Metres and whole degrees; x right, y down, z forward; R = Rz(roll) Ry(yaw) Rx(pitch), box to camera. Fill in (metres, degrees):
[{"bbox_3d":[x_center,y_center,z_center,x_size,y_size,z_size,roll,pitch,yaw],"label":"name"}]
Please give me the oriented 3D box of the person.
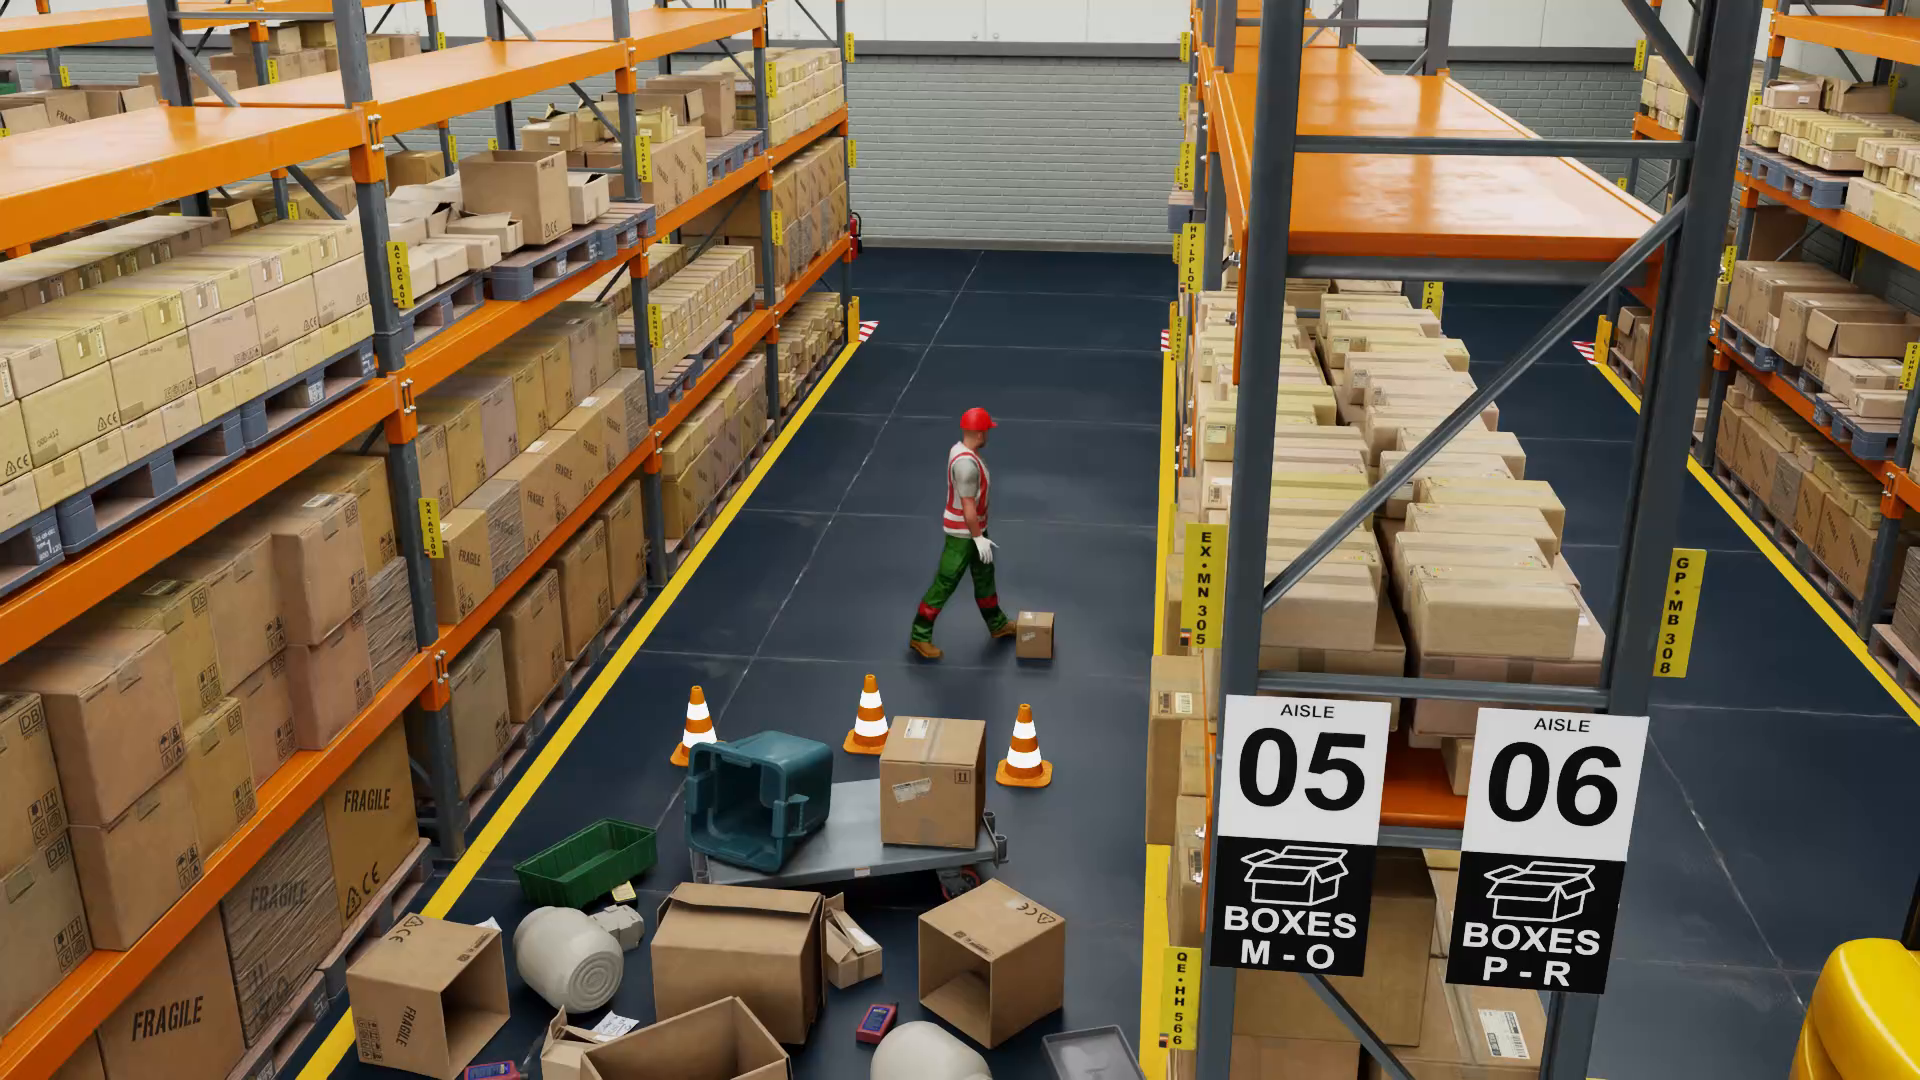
[{"bbox_3d":[0.070,-0.055,11.669,0.842,1.772,0.648,2,21,5],"label":"person"}]
